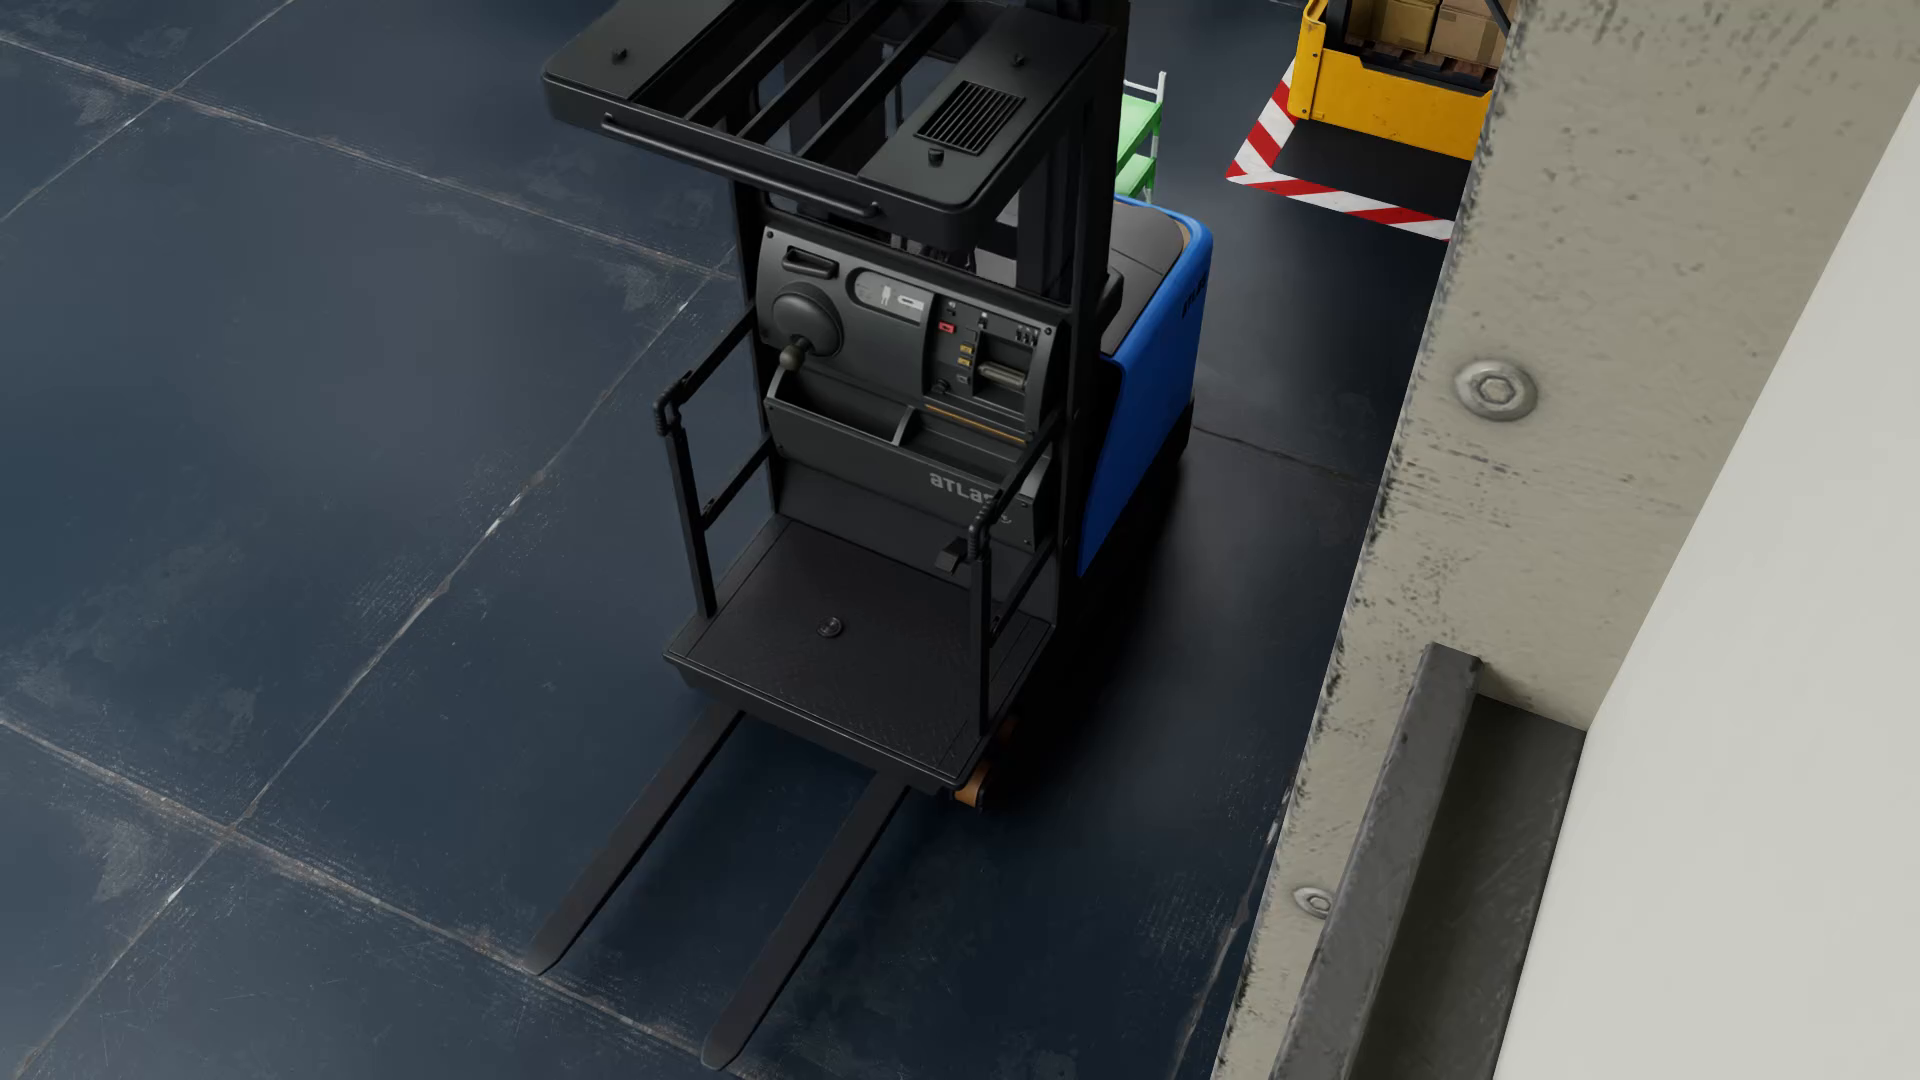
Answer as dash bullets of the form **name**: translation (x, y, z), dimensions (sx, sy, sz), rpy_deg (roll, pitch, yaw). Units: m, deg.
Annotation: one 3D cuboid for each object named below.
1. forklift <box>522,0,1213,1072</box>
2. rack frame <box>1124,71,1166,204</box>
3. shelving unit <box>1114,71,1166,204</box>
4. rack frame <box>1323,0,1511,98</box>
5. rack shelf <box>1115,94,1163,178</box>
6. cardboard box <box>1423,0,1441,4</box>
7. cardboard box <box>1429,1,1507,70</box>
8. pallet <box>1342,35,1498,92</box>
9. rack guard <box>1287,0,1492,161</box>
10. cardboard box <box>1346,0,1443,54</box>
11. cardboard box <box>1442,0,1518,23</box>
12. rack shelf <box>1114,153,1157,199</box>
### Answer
- **forklift**: translation (-0.260, -0.490, 4.572), dimensions (1.130, 2.935, 3.031), rpy_deg (22, 53, 17)
- **rack frame**: translation (0.624, -1.311, 6.407), dimensions (0.240, 1.200, 0.015), rpy_deg (22, 53, 17)
- **shelving unit**: translation (0.512, -1.146, 6.267), dimensions (0.258, 1.200, 0.503), rpy_deg (22, 53, 17)
- **rack frame**: translation (2.123, -2.914, 6.589), dimensions (1.000, 3.000, 0.127), rpy_deg (20, 52, 16)
- **rack shelf**: translation (0.512, -1.416, 5.950), dimensions (0.258, 0.148, 0.480), rpy_deg (22, 53, 17)
- **cardboard box**: translation (2.049, -2.758, 7.658), dimensions (0.500, 0.250, 0.500), rpy_deg (19, 52, 16)
- **cardboard box**: translation (2.510, -2.434, 7.710), dimensions (0.500, 0.250, 0.500), rpy_deg (20, 52, 16)
- **pallet**: translation (2.412, -2.551, 8.111), dimensions (1.003, 0.211, 1.213), rpy_deg (20, 52, 16)
- **rack guard**: translation (2.113, -2.087, 7.527), dimensions (1.175, 0.500, 0.348), rpy_deg (20, 52, 16)
- **cardboard box**: translation (2.039, -2.585, 7.839), dimensions (0.500, 0.250, 0.500), rpy_deg (20, 53, 16)
- **cardboard box**: translation (2.512, -2.577, 7.504), dimensions (0.500, 0.250, 0.500), rpy_deg (21, 53, 17)
- **rack shelf**: translation (0.512, -1.261, 6.133), dimensions (0.258, 0.148, 0.480), rpy_deg (22, 53, 17)
